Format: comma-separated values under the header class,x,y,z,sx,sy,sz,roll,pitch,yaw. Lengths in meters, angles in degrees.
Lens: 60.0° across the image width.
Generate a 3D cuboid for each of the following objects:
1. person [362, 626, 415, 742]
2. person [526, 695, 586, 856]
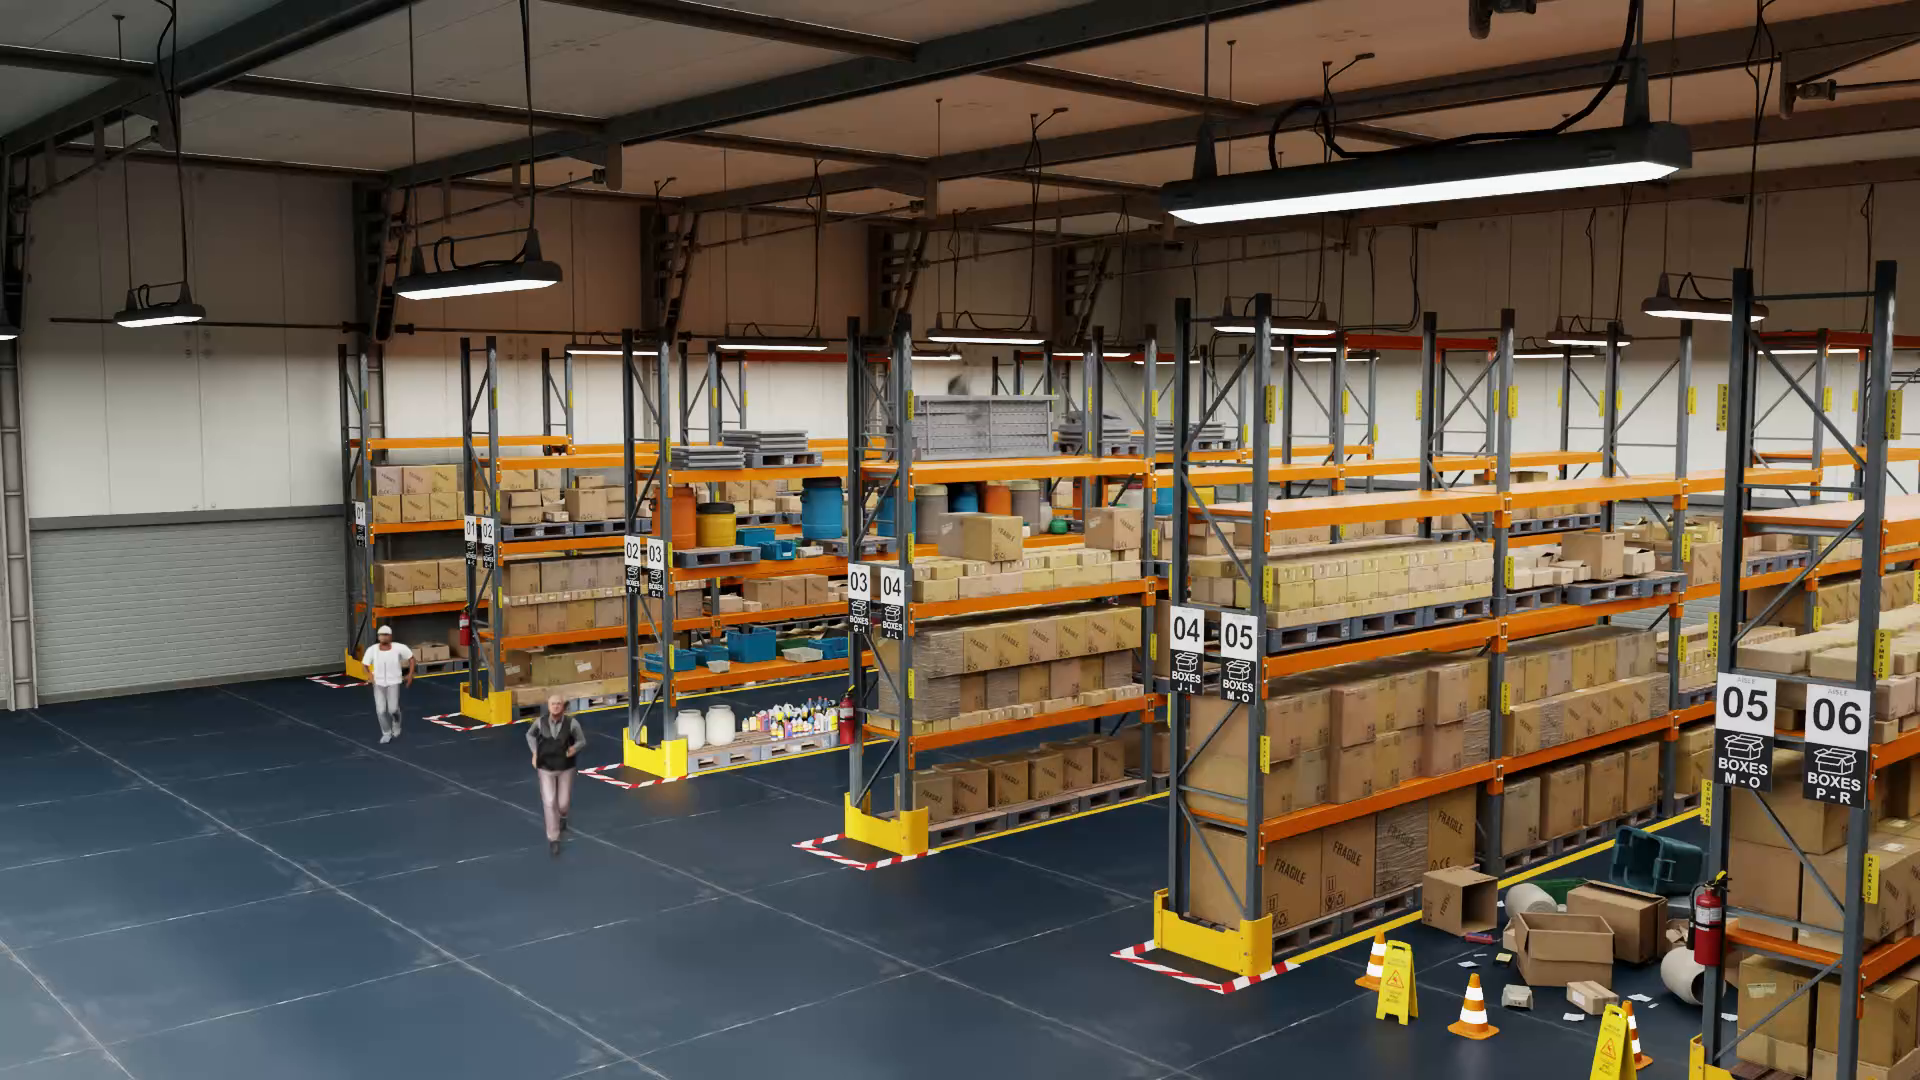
class,x,y,z,sx,sy,sz,roll,pitch,yaw
person,-8.412,2.115,24.432,0.724,1.727,0.593,-1,5,-12
person,-4.573,2.613,18.864,0.661,1.731,0.956,-1,5,-15
